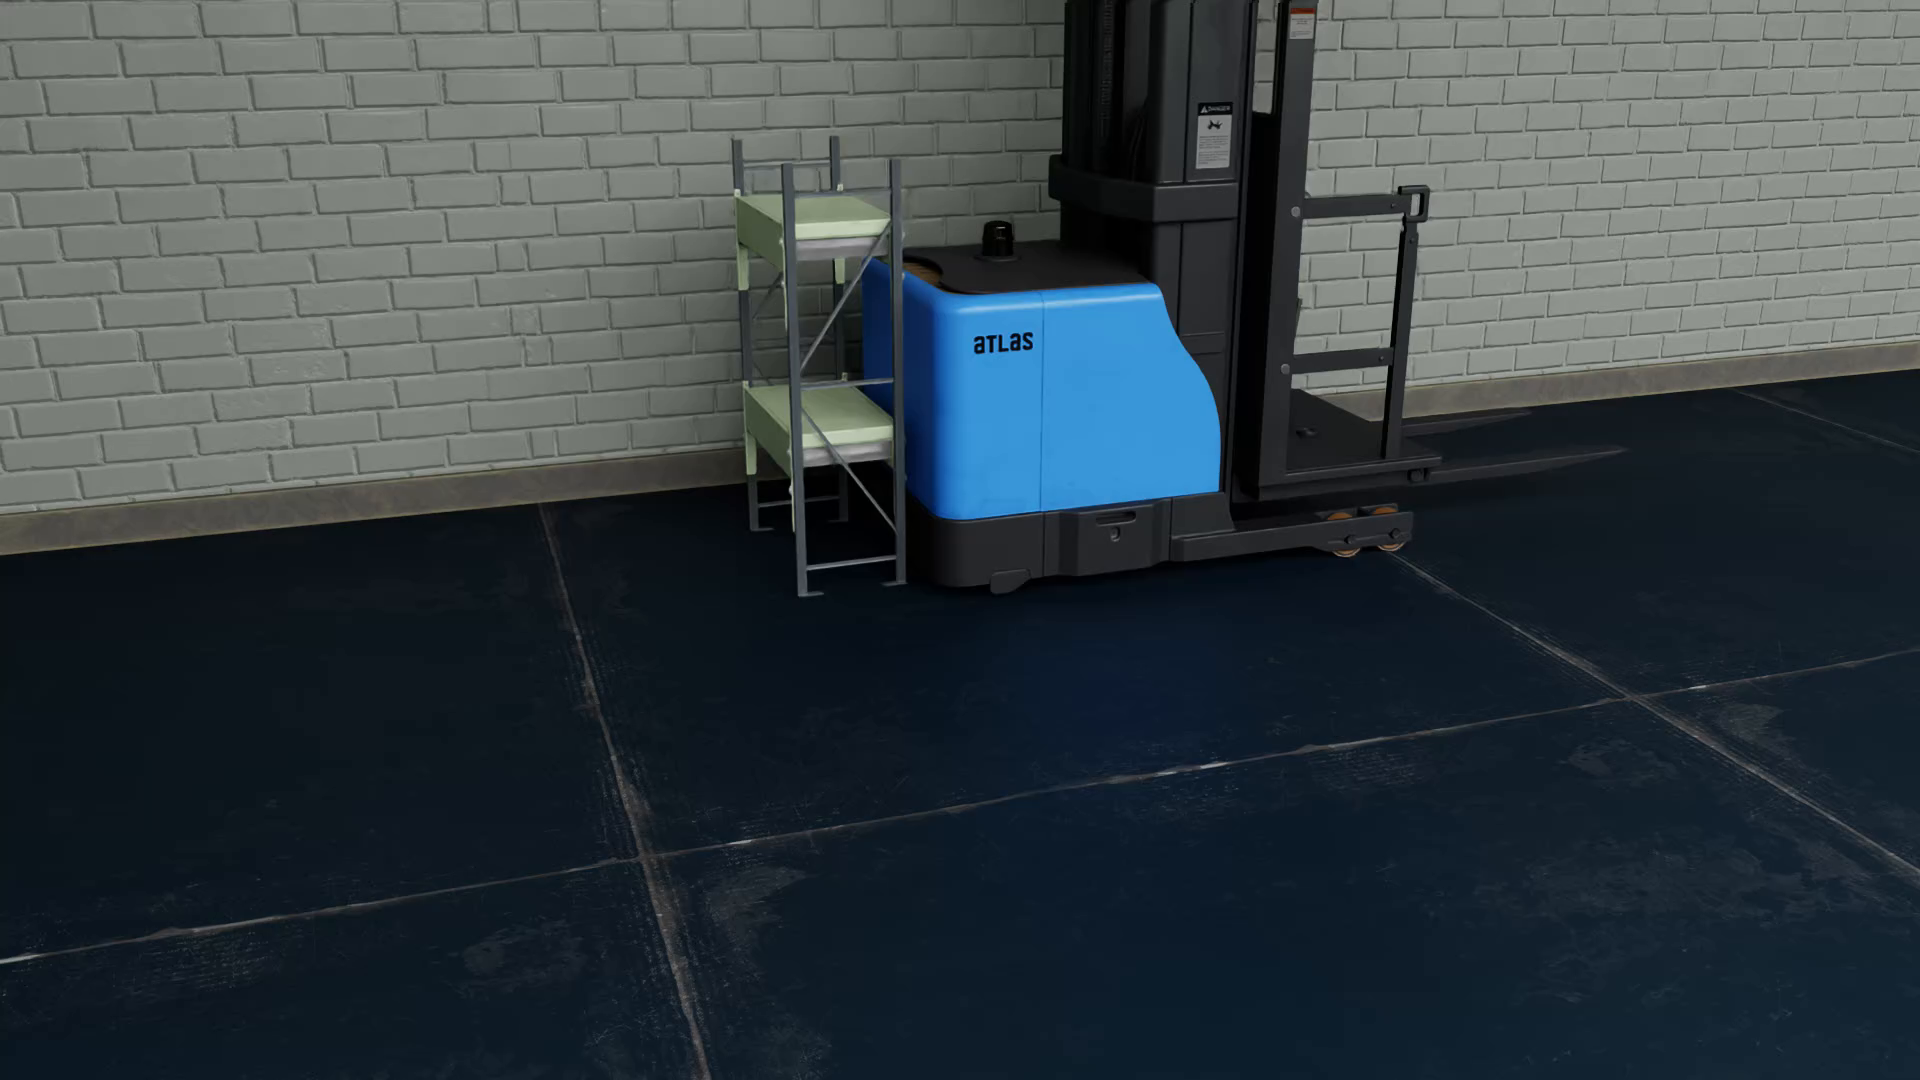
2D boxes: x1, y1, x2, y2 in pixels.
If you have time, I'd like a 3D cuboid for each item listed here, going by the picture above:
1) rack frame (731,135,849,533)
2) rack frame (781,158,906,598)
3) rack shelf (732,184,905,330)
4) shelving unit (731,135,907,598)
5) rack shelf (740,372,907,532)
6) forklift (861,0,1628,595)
[{"bbox_3d":[-0.634,-0.761,6.317,0.400,1.500,0.023,-7,21,-19],"label":"rack frame"},{"bbox_3d":[-0.385,-0.529,5.669,0.400,1.500,0.023,-7,21,-19],"label":"rack frame"},{"bbox_3d":[-0.510,-1.012,5.861,0.431,0.370,0.720,-7,21,-19],"label":"rack shelf"},{"bbox_3d":[-0.510,-0.645,5.993,0.431,1.500,0.755,-7,21,-19],"label":"shelving unit"},{"bbox_3d":[-0.510,-0.338,6.103,0.431,0.370,0.720,-7,21,-19],"label":"rack shelf"},{"bbox_3d":[1.188,-1.474,6.185,3.031,2.935,1.130,-7,21,-18],"label":"forklift"}]
